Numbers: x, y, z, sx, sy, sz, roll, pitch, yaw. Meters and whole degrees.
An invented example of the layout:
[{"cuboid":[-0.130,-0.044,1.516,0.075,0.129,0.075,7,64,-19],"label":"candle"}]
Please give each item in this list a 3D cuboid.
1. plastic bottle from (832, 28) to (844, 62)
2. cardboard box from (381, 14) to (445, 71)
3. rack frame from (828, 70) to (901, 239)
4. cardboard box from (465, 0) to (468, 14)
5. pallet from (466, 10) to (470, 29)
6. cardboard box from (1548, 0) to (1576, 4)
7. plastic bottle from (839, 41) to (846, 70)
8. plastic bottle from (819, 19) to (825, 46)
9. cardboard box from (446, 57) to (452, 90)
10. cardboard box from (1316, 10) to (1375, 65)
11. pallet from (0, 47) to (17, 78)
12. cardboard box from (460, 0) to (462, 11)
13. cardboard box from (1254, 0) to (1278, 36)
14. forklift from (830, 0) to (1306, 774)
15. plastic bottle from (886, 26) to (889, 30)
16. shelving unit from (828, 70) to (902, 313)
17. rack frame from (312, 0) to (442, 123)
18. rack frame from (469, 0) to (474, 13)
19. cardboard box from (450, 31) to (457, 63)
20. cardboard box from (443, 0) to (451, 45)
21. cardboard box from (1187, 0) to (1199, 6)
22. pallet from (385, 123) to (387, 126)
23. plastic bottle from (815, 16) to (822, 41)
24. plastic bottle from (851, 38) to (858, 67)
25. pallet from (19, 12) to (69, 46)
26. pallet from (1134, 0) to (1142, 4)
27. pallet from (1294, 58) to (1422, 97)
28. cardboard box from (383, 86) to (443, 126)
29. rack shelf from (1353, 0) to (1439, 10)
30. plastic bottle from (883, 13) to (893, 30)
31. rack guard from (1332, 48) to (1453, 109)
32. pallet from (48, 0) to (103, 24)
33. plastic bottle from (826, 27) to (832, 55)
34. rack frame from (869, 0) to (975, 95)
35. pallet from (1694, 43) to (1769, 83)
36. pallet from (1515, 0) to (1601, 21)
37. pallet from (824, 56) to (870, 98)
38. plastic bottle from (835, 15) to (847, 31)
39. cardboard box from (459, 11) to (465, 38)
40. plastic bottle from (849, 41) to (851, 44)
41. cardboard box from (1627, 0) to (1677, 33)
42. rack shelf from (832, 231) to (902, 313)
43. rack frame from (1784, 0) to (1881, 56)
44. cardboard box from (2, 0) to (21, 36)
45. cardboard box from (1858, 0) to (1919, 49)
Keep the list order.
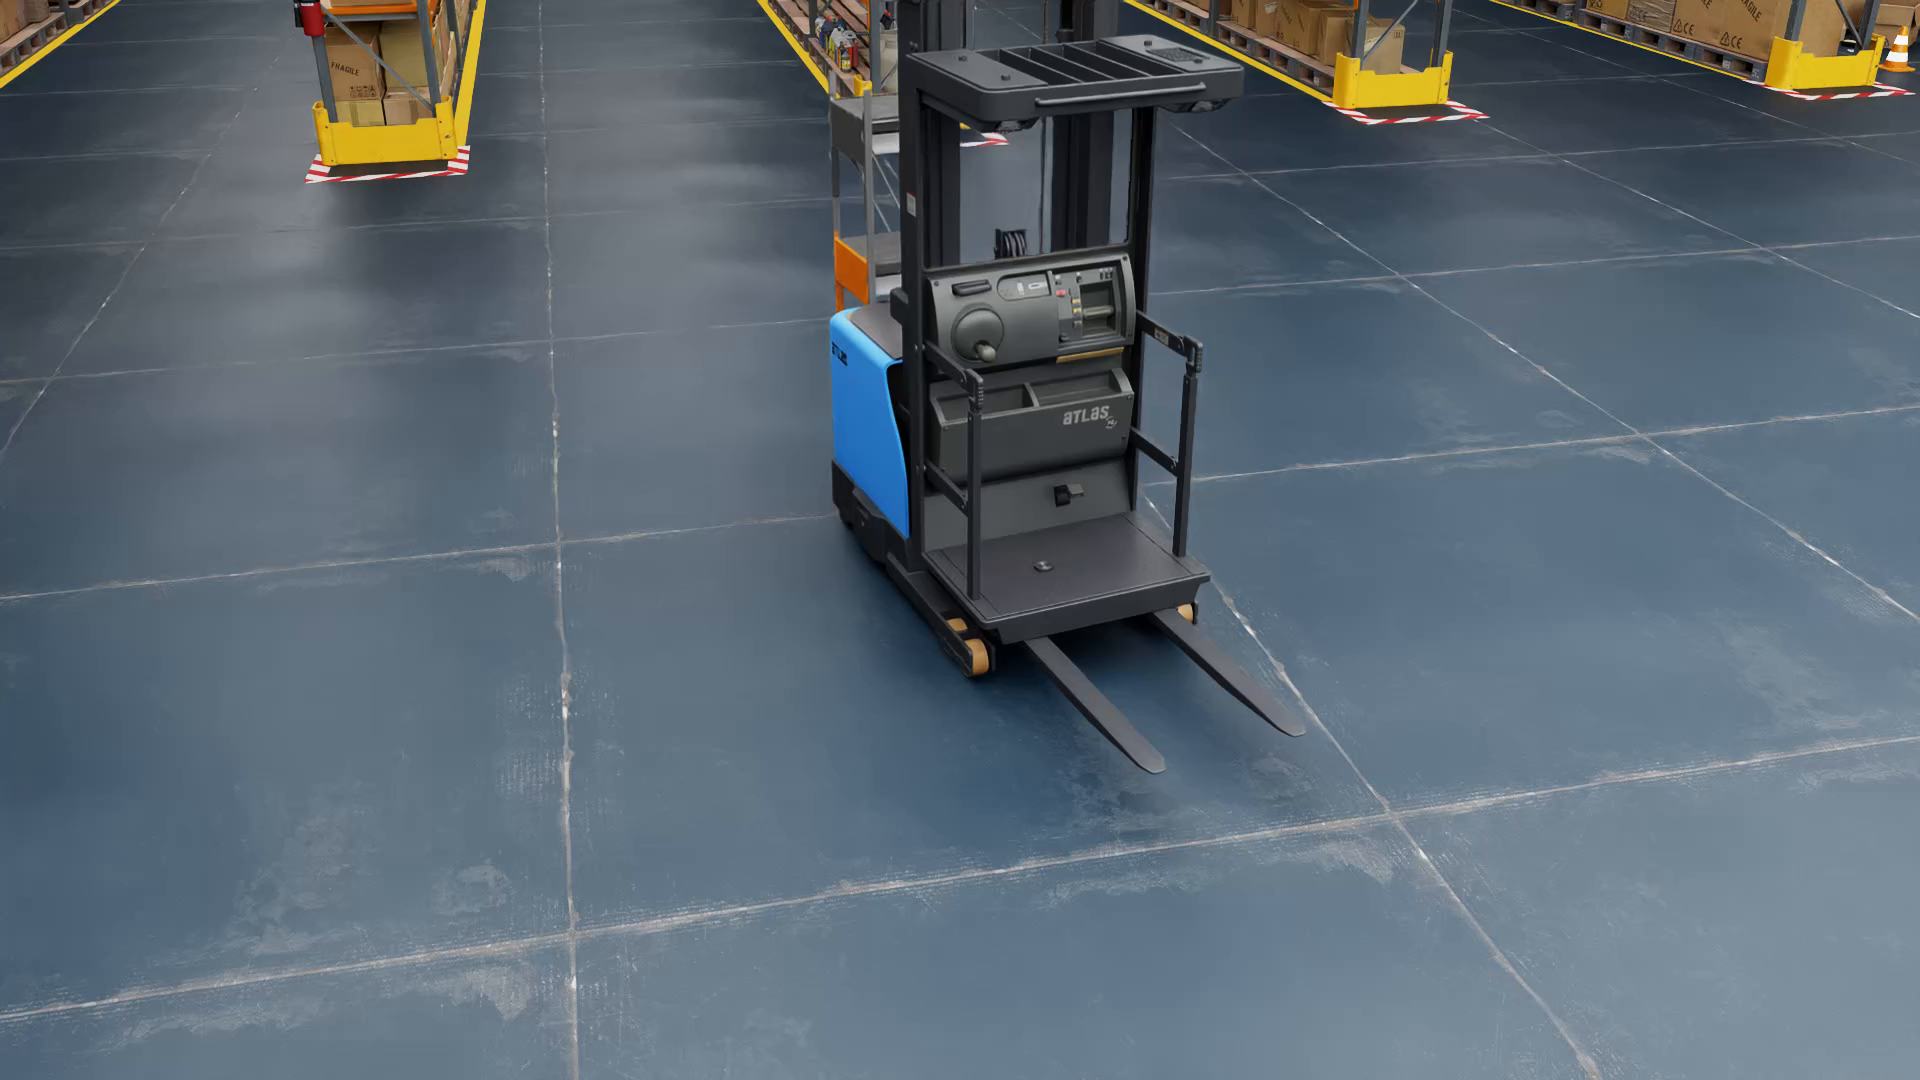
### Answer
[{"cuboid":[-1.305,-5.357,17.986,0.144,0.351,0.185,-5,27,-9],"label":"plastic bottle"},{"cuboid":[-5.332,-4.824,16.231,0.500,0.500,0.500,-6,27,-12],"label":"cardboard box"},{"cuboid":[-0.460,-1.394,8.681,0.400,2.100,0.015,-11,29,-21],"label":"rack frame"},{"cuboid":[-6.405,-6.652,20.686,0.500,0.250,0.500,-5,27,-10],"label":"cardboard box"},{"cuboid":[-6.844,-6.735,21.359,1.003,0.211,1.213,-6,27,-12],"label":"pallet"},{"cuboid":[8.190,-7.499,21.810,1.050,0.750,0.750,-6,27,-12],"label":"cardboard box"},{"cuboid":[-1.246,-5.130,17.610,0.061,0.283,0.133,-5,27,-10],"label":"plastic bottle"},{"cuboid":[-1.519,-5.748,18.843,0.152,0.276,0.135,-5,27,-10],"label":"plastic bottle"},{"cuboid":[-5.429,-4.710,16.838,0.500,0.250,0.500,-6,27,-12],"label":"cardboard box"},{"cuboid":[4.172,-5.444,18.015,0.500,0.500,0.500,1,27,2],"label":"cardboard box"},{"cuboid":[-11.092,-5.181,18.281,1.003,0.211,1.213,-6,27,-12],"label":"pallet"},{"cuboid":[-6.166,-6.454,19.670,0.500,0.311,0.500,-7,28,-13],"label":"cardboard box"},{"cuboid":[3.750,-6.235,19.582,0.500,0.500,0.500,2,27,5],"label":"cardboard box"},{"cuboid":[0.404,-0.943,6.865,1.130,2.935,3.031,-11,29,-21],"label":"forklift"},{"cuboid":[-0.815,-5.573,18.489,0.061,0.283,0.133,-6,27,-12],"label":"plastic bottle"},{"cuboid":[-0.363,-1.293,8.482,0.431,2.100,0.503,-11,29,-21],"label":"shelving unit"},{"cuboid":[-5.188,-4.833,14.497,1.000,3.000,0.127,-6,27,-12],"label":"rack frame"},{"cuboid":[-6.991,-8.345,21.455,1.000,3.000,0.127,-6,27,-12],"label":"rack frame"},{"cuboid":[-5.772,-5.368,18.142,0.500,0.250,0.500,-6,27,-12],"label":"cardboard box"},{"cuboid":[-5.671,-5.482,17.535,0.500,0.500,0.500,-6,27,-12],"label":"cardboard box"},{"cuboid":[3.356,-7.157,21.387,0.700,0.500,0.500,-6,27,-12],"label":"cardboard box"},{"cuboid":[-5.401,-3.920,15.782,1.003,0.211,1.213,-6,27,-12],"label":"pallet"},{"cuboid":[-1.618,-5.885,19.120,0.097,0.271,0.097,0,27,0],"label":"plastic bottle"},{"cuboid":[-1.129,-5.205,17.759,0.061,0.283,0.133,-6,27,-12],"label":"plastic bottle"},{"cuboid":[-11.642,-6.253,20.404,1.003,0.211,1.213,-6,27,-12],"label":"pallet"},{"cuboid":[2.836,-7.762,23.393,1.003,0.211,1.213,-6,27,-12],"label":"pallet"},{"cuboid":[4.298,-4.986,17.895,1.003,0.211,1.213,-6,27,-12],"label":"pallet"},{"cuboid":[-5.092,-4.051,15.533,0.500,0.250,0.500,-6,27,-12],"label":"cardboard box"},{"cuboid":[4.013,-6.394,18.388,1.077,0.370,4.000,-6,27,-12],"label":"rack shelf"},{"cuboid":[-0.794,-5.767,18.798,0.144,0.351,0.185,-7,28,-14],"label":"plastic bottle"},{"cuboid":[4.447,-4.755,17.116,1.175,0.500,0.348,-6,27,-12],"label":"rack guard"},{"cuboid":[-11.921,-6.950,21.784,1.003,0.211,1.213,-6,27,-12],"label":"pallet"},{"cuboid":[-1.446,-5.518,18.380,0.061,0.283,0.133,-5,27,-9],"label":"plastic bottle"},{"cuboid":[-0.361,-5.335,15.490,1.000,3.000,0.127,-6,27,-12],"label":"rack frame"},{"cuboid":[9.063,-5.395,18.705,1.003,0.211,1.213,-6,27,-12],"label":"pallet"},{"cuboid":[8.171,-7.139,22.160,1.003,0.211,1.213,-6,27,-12],"label":"pallet"},{"cuboid":[-0.874,-5.010,17.942,1.003,0.211,1.213,-6,27,-12],"label":"pallet"},{"cuboid":[-1.345,-5.723,18.710,0.144,0.351,0.185,-6,27,-12],"label":"plastic bottle"},{"cuboid":[-6.053,-5.976,19.346,0.500,0.250,0.500,-5,27,-10],"label":"cardboard box"},{"cuboid":[-1.197,-5.322,18.082,0.097,0.201,0.097,0,27,0],"label":"plastic bottle"},{"cuboid":[8.698,-6.613,19.915,0.875,0.875,0.875,-6,27,-11],"label":"cardboard box"},{"cuboid":[-0.363,-1.281,8.488,0.431,0.518,0.480,-11,29,-21],"label":"rack shelf"},{"cuboid":[9.319,-6.297,17.397,1.000,3.000,0.127,-6,27,-12],"label":"rack frame"},{"cuboid":[-11.461,-6.157,19.406,0.700,0.500,0.500,-6,27,-12],"label":"cardboard box"},{"cuboid":[11.257,-6.243,20.061,0.637,0.503,0.797,19,32,32],"label":"cardboard box"}]
